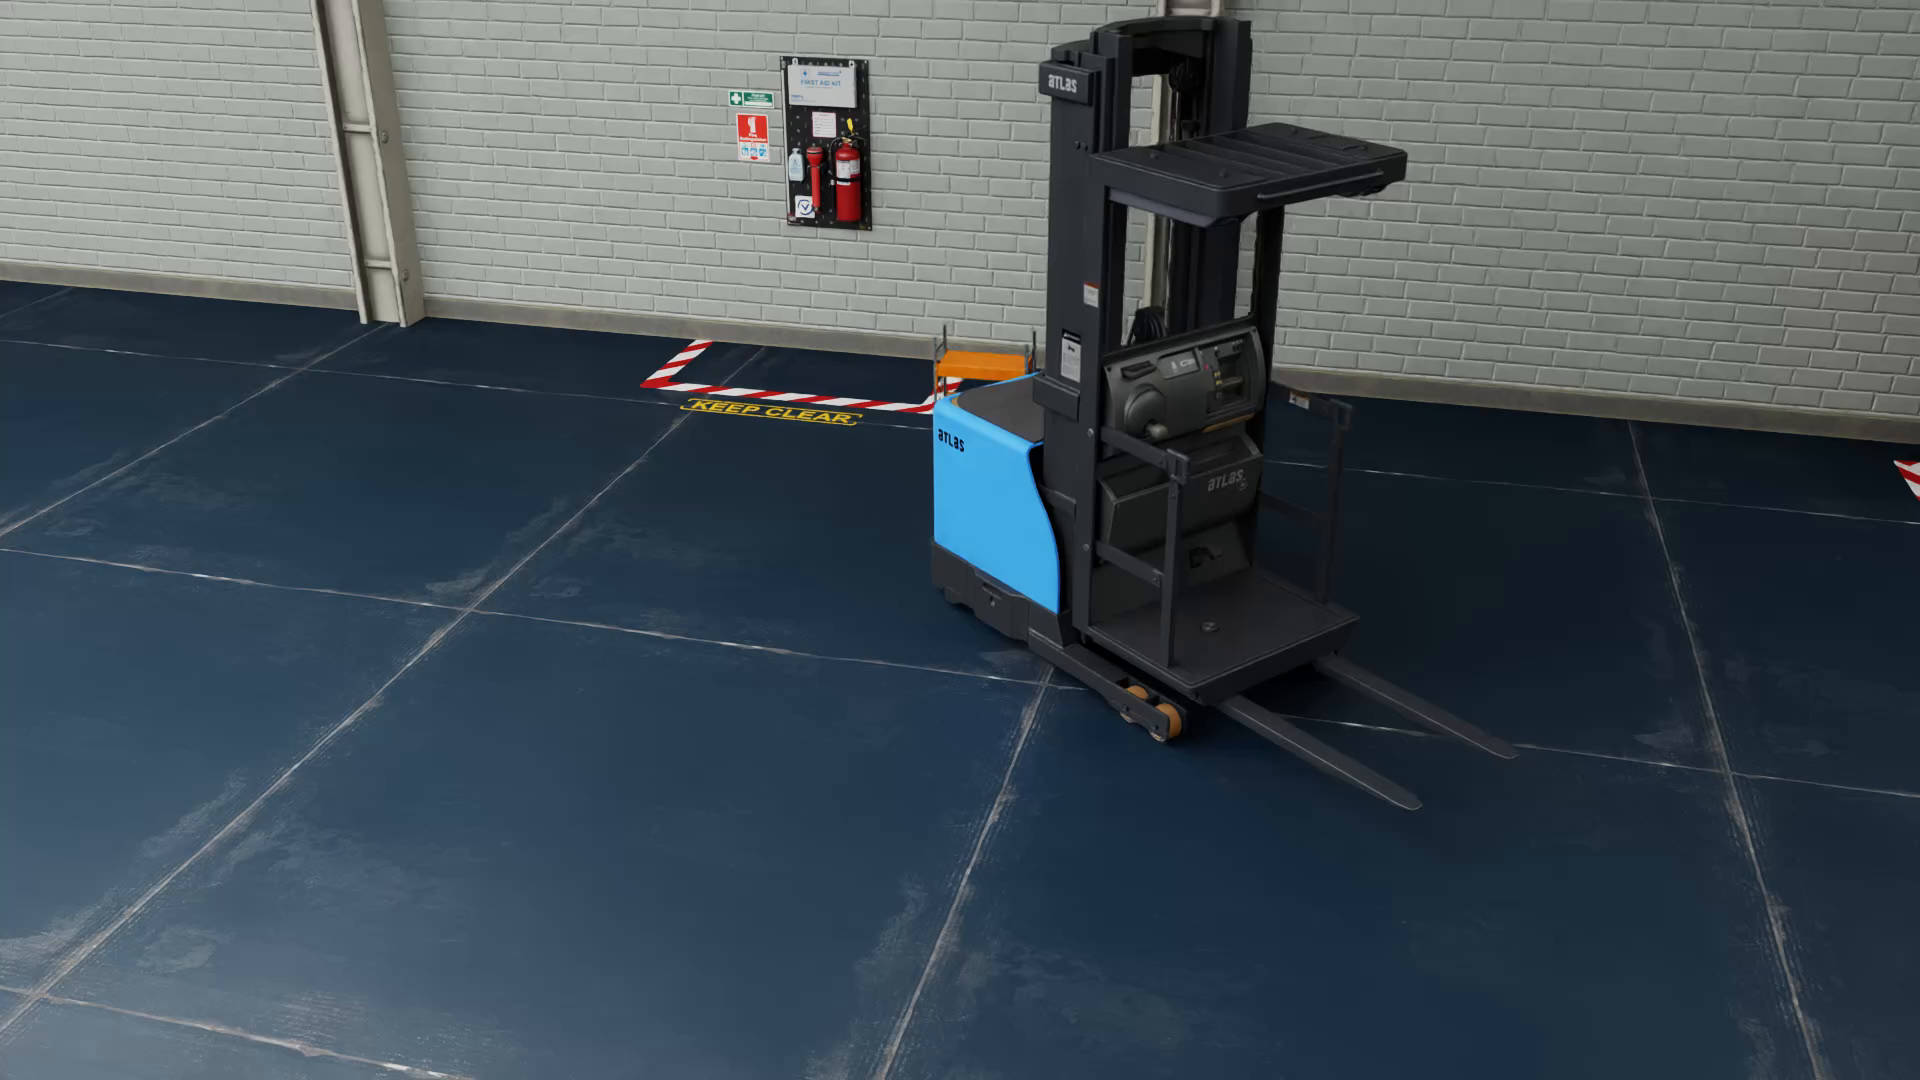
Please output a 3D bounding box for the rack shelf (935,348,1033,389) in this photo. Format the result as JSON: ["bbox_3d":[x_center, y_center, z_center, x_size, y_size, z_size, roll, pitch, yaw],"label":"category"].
[{"bbox_3d":[0.133,-0.891,8.812,0.480,0.148,0.258,6,26,12],"label":"rack shelf"}]

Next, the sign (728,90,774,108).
[{"bbox_3d":[-1.446,-3.051,11.510,0.331,0.109,0.001,6,26,13],"label":"sign"}]

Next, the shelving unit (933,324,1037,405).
[{"bbox_3d":[0.133,-0.536,8.981,0.503,1.200,0.258,6,26,12],"label":"shelving unit"}]

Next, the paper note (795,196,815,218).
[{"bbox_3d":[-1.093,-2.347,11.715,0.142,0.148,0.016,6,26,13],"label":"paper note"}]

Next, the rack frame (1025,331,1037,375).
[{"bbox_3d":[0.370,-0.513,8.932,0.015,1.200,0.240,6,26,12],"label":"rack frame"}]

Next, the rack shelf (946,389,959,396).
[{"bbox_3d":[0.133,-0.678,8.914,0.480,0.148,0.258,6,26,12],"label":"rack shelf"}]

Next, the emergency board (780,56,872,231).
[{"bbox_3d":[-0.938,-2.697,11.426,0.643,1.169,0.194,6,26,13],"label":"emergency board"}]

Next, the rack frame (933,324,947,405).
[{"bbox_3d":[-0.105,-0.560,9.030,0.015,1.200,0.240,6,26,12],"label":"rack frame"}]

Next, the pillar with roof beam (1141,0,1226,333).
[{"bbox_3d":[0.373,-3.333,5.783,0.400,9.000,9.100,6,26,13],"label":"pillar with roof beam"}]

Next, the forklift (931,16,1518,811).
[{"bbox_3d":[1.135,-0.670,7.247,1.130,2.935,3.031,-18,31,-33],"label":"forklift"}]

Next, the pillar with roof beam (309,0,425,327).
[{"bbox_3d":[-5.438,-3.976,7.132,0.400,9.000,9.100,6,26,13],"label":"pillar with roof beam"}]

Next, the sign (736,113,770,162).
[{"bbox_3d":[-1.448,-2.815,11.633,0.234,0.329,0.001,6,26,13],"label":"sign"}]
